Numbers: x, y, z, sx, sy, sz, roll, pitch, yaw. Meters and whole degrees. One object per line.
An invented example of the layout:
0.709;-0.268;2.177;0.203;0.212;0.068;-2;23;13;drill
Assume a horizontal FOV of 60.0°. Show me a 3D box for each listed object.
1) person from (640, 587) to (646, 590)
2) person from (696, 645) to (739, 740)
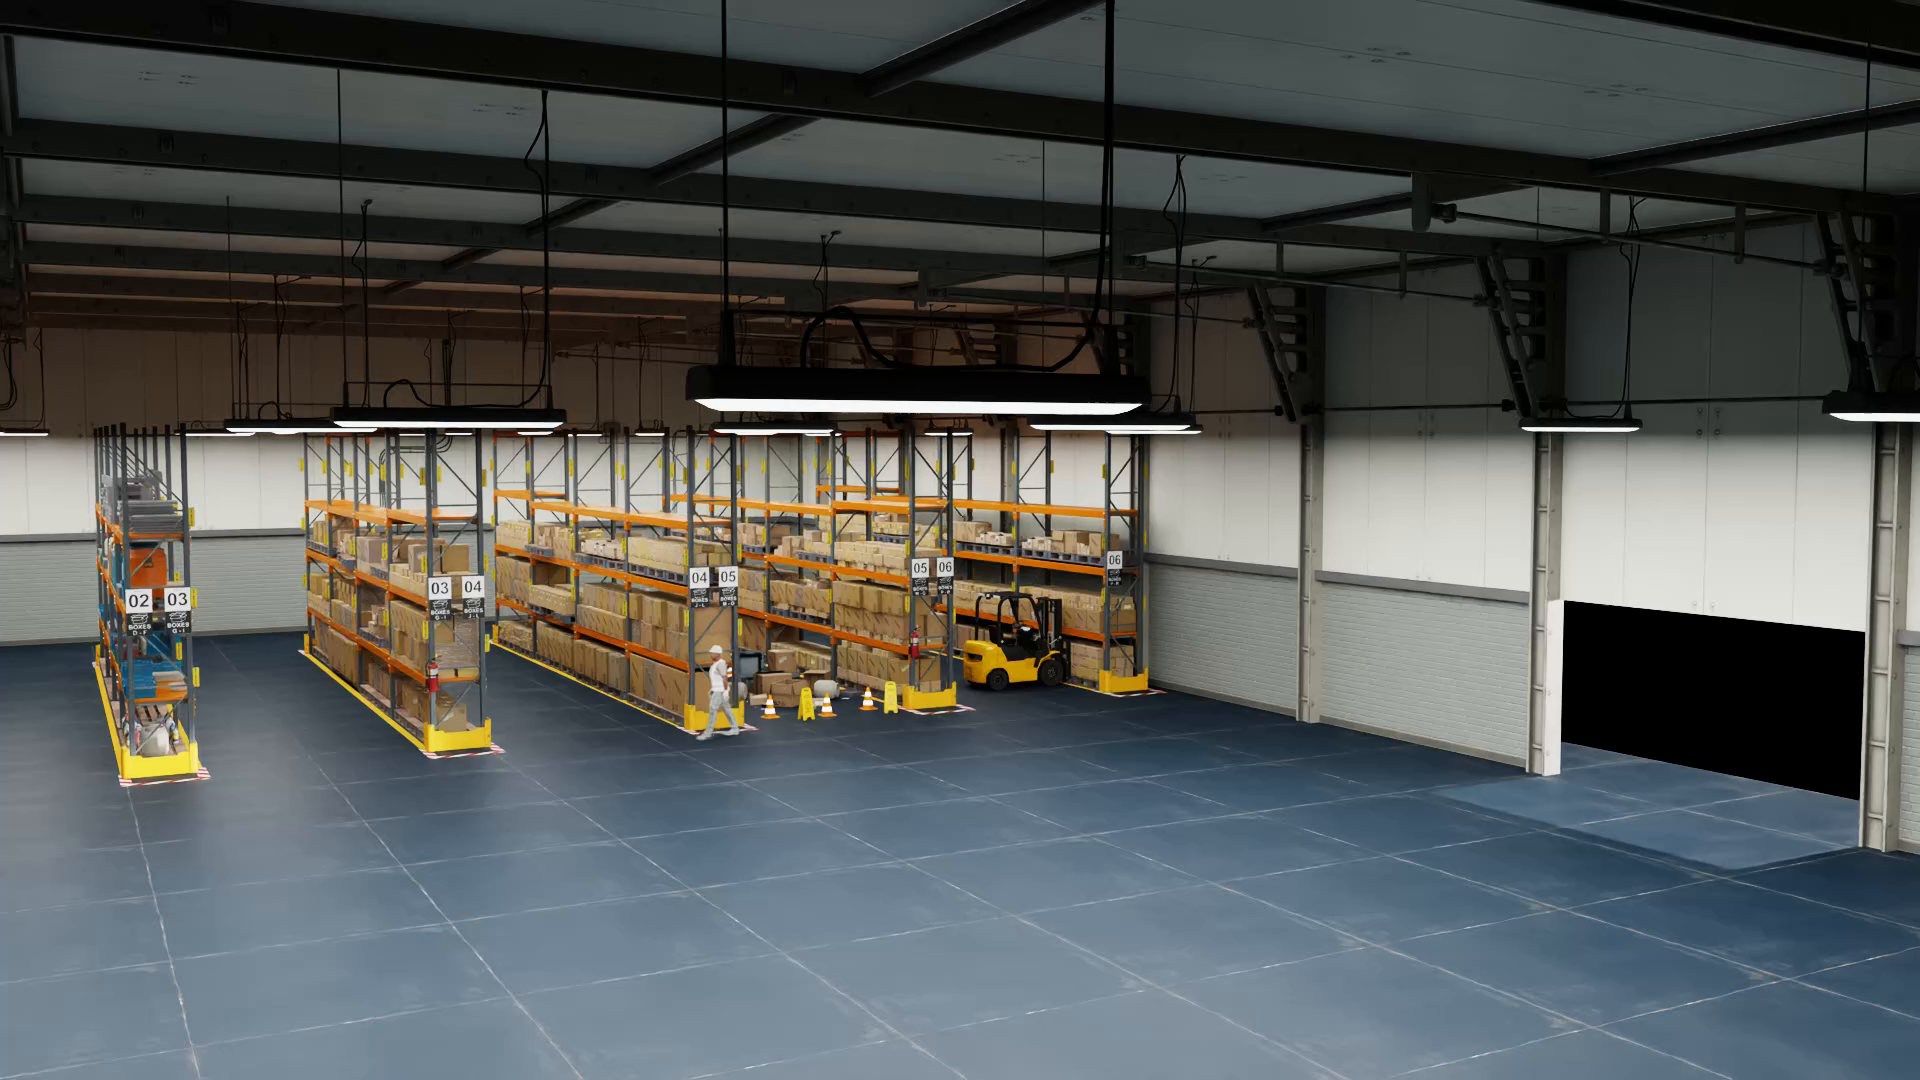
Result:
-8.758;2.120;45.758;0.527;1.668;0.454;-3;5;-42;person
-4.660;2.900;31.899;0.820;1.760;0.580;-1;3;-9;person
